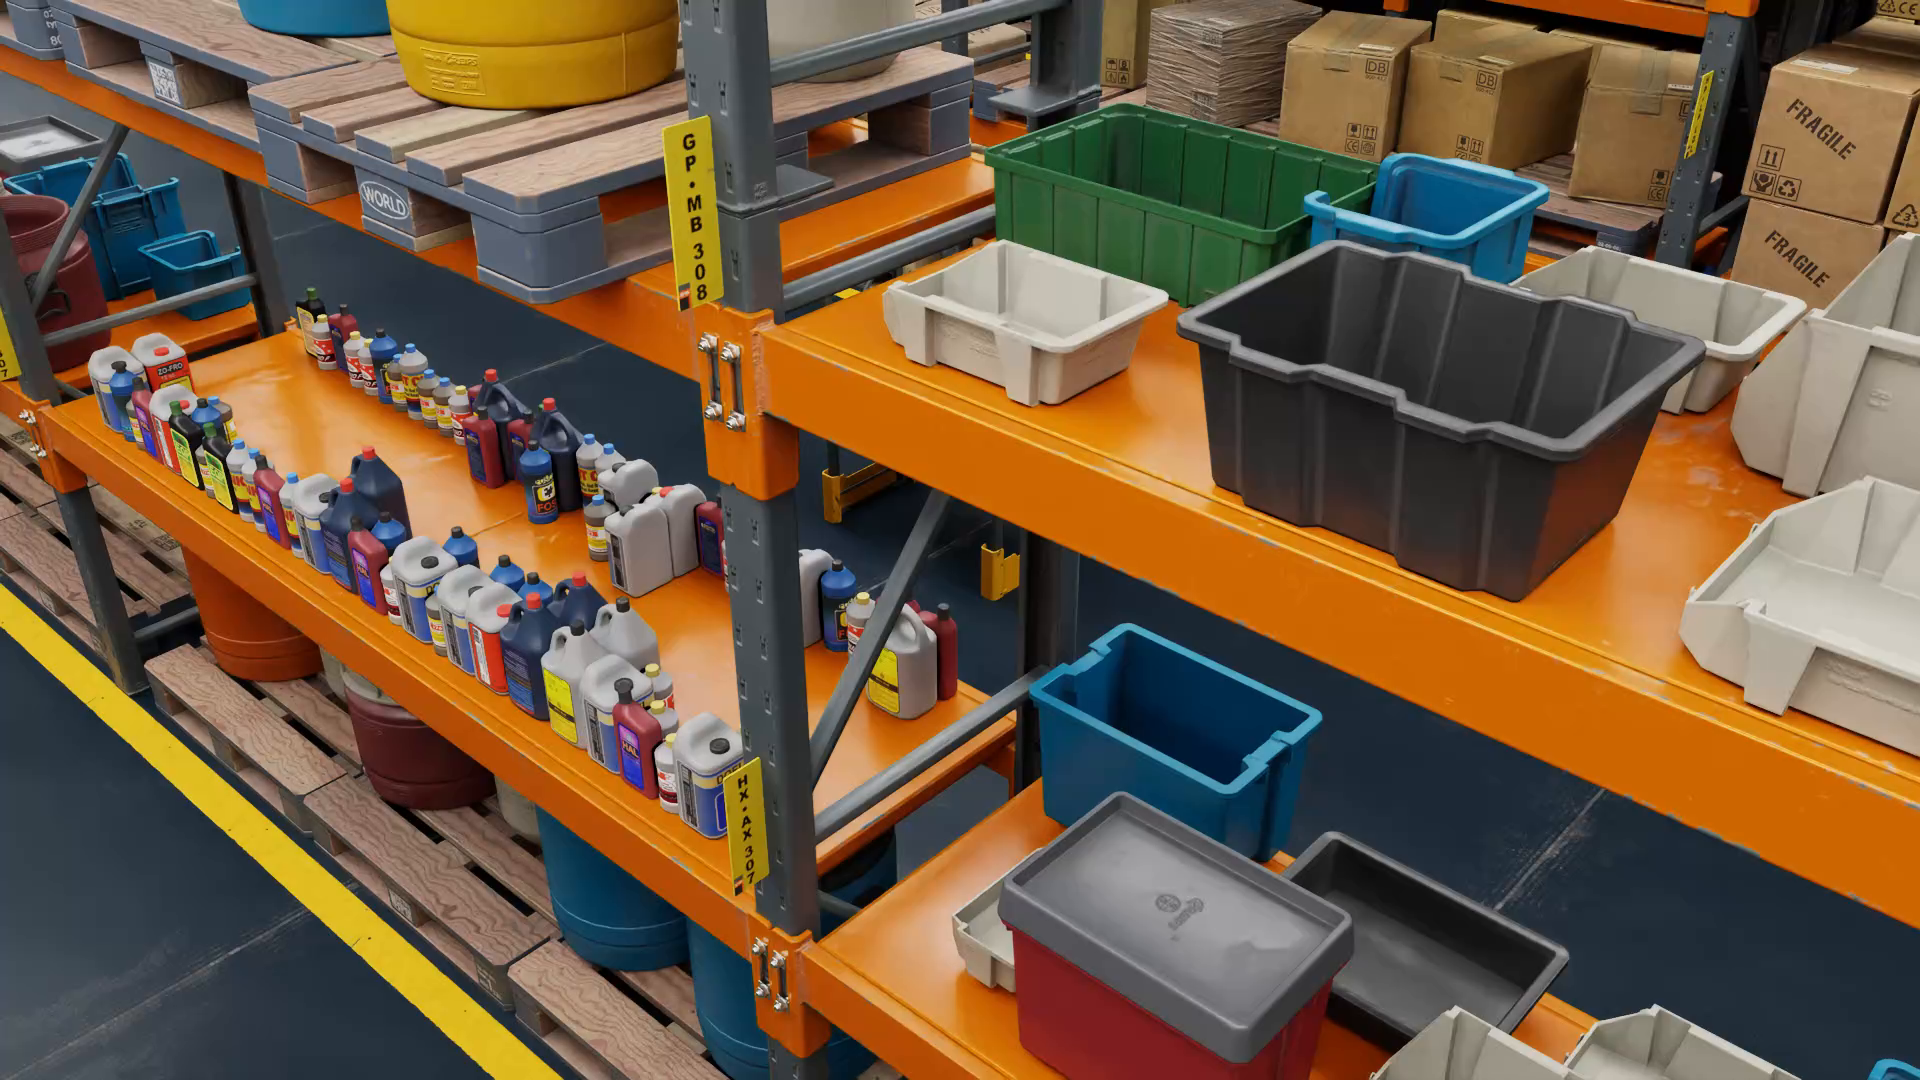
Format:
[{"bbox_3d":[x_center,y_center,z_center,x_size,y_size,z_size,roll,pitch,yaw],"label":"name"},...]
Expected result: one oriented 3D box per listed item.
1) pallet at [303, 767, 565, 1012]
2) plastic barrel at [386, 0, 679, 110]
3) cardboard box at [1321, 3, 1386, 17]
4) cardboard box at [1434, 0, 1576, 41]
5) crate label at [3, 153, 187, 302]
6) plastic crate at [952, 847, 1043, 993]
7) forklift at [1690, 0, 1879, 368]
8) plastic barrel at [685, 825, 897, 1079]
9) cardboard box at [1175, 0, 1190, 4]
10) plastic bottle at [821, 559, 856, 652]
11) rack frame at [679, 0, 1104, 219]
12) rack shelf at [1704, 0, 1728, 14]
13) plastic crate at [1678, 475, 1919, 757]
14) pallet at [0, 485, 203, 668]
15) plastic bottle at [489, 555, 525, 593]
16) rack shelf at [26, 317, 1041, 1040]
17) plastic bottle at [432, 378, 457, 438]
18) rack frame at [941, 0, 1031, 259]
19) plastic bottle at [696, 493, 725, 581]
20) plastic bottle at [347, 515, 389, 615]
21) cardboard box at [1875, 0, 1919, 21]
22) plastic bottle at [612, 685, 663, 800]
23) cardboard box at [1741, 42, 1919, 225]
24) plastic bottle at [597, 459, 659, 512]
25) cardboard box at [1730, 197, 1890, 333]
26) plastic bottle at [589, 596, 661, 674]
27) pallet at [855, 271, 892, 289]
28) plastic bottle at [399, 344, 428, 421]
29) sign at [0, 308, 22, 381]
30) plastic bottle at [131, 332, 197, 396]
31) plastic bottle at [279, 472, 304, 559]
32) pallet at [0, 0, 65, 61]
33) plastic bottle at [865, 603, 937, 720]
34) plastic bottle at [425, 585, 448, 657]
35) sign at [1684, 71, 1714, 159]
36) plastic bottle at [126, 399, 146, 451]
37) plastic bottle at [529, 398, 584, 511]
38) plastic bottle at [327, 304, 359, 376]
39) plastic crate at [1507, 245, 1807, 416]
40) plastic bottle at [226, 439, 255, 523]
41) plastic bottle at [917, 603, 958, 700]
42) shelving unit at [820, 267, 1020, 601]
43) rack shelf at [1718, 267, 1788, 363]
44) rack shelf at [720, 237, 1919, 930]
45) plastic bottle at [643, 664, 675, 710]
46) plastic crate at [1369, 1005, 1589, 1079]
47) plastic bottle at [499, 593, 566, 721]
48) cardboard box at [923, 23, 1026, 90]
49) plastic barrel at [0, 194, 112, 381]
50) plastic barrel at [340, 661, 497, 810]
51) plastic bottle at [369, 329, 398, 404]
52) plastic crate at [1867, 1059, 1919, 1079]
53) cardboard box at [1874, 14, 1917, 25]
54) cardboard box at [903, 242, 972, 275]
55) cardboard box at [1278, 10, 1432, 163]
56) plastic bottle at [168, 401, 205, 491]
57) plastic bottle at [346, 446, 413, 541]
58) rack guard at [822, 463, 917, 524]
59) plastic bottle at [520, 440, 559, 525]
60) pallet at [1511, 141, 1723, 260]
[{"bbox_3d":[-1.538,1.013,5.862,1.213,0.211,1.003,25,39,35],"label":"pallet"},{"bbox_3d":[-0.898,-1.260,3.437,0.600,0.588,0.600,0,31,0],"label":"plastic barrel"},{"bbox_3d":[3.029,-3.996,13.476,0.500,0.500,0.700,26,39,36],"label":"cardboard box"},{"bbox_3d":[4.055,-3.603,12.504,0.750,0.750,0.750,24,39,34],"label":"cardboard box"},{"bbox_3d":[-3.606,-1.323,7.005,0.616,0.435,0.502,25,39,35],"label":"crate label"},{"bbox_3d":[0.164,0.827,3.666,0.243,0.136,0.396,25,39,35],"label":"plastic crate"},{"bbox_3d":[4.155,-2.659,9.325,3.031,2.935,1.130,26,40,36],"label":"forklift"},{"bbox_3d":[-0.477,1.048,4.728,0.708,0.901,0.600,25,39,35],"label":"plastic barrel"},{"bbox_3d":[1.957,-4.551,14.398,0.500,0.500,0.700,26,39,36],"label":"cardboard box"},{"bbox_3d":[-0.339,0.176,4.674,0.097,0.271,0.097,0,31,0],"label":"plastic bottle"},{"bbox_3d":[-0.085,-2.046,2.424,0.127,3.000,1.000,25,39,35],"label":"rack frame"},{"bbox_3d":[1.759,-3.038,7.677,4.000,0.370,1.077,25,39,35],"label":"rack shelf"},{"bbox_3d":[1.182,0.116,1.997,0.530,0.136,0.437,25,39,35],"label":"plastic crate"},{"bbox_3d":[-3.599,0.051,7.460,1.213,0.211,1.003,25,39,35],"label":"pallet"},{"bbox_3d":[-1.269,0.165,4.693,0.097,0.271,0.097,0,31,0],"label":"plastic bottle"},{"bbox_3d":[-1.568,0.140,5.307,4.000,0.370,1.077,25,39,35],"label":"rack shelf"},{"bbox_3d":[-1.787,-0.470,5.814,0.097,0.201,0.097,0,31,0],"label":"plastic bottle"},{"bbox_3d":[0.276,-2.753,9.415,0.127,3.000,1.000,25,39,35],"label":"rack frame"},{"bbox_3d":[-0.729,-0.024,4.994,0.133,0.283,0.061,25,39,35],"label":"plastic bottle"},{"bbox_3d":[-1.713,0.071,4.837,0.133,0.283,0.061,25,39,35],"label":"plastic bottle"},{"bbox_3d":[6.052,-3.507,10.262,0.500,0.500,0.500,24,39,34],"label":"cardboard box"},{"bbox_3d":[-0.796,0.498,4.127,0.133,0.283,0.061,25,39,35],"label":"plastic bottle"},{"bbox_3d":[3.402,-1.570,6.382,0.500,0.500,0.500,26,40,36],"label":"cardboard box"},{"bbox_3d":[-1.031,-0.130,5.177,0.135,0.276,0.152,25,39,35],"label":"plastic bottle"},{"bbox_3d":[3.437,-1.131,6.624,0.500,0.500,0.500,26,40,36],"label":"cardboard box"},{"bbox_3d":[-0.889,0.297,4.396,0.185,0.351,0.144,25,39,35],"label":"plastic bottle"},{"bbox_3d":[-0.308,-1.859,10.633,1.213,0.211,1.003,25,39,35],"label":"pallet"},{"bbox_3d":[-1.931,-0.567,5.908,0.097,0.271,0.097,0,31,0],"label":"plastic bottle"},{"bbox_3d":[-3.415,-0.718,5.875,0.005,0.325,0.100,25,39,35],"label":"sign"},{"bbox_3d":[-2.845,-0.592,5.946,0.135,0.276,0.152,25,39,35],"label":"plastic bottle"},{"bbox_3d":[-2.023,-0.082,5.102,0.097,0.271,0.097,0,31,0],"label":"plastic bottle"},{"bbox_3d":[-2.549,-1.763,5.044,1.213,0.211,1.003,25,39,35],"label":"pallet"},{"bbox_3d":[-0.158,0.285,4.416,0.185,0.351,0.144,25,39,35],"label":"plastic bottle"},{"bbox_3d":[-1.443,0.219,4.671,0.097,0.201,0.097,0,31,0],"label":"plastic bottle"},{"bbox_3d":[2.872,-1.652,6.462,0.005,0.325,0.100,25,39,35],"label":"sign"},{"bbox_3d":[-2.807,-0.418,5.728,0.097,0.201,0.097,0,31,0],"label":"plastic bottle"},{"bbox_3d":[-1.291,-0.286,5.364,0.185,0.351,0.144,25,39,35],"label":"plastic bottle"},{"bbox_3d":[-2.293,-0.754,6.207,0.133,0.283,0.061,25,39,35],"label":"plastic bottle"},{"bbox_3d":[1.114,-0.354,2.776,0.466,0.136,0.293,25,39,35],"label":"plastic crate"},{"bbox_3d":[-2.266,-0.195,5.291,0.097,0.271,0.097,0,31,0],"label":"plastic bottle"},{"bbox_3d":[-0.070,0.284,4.483,0.133,0.283,0.061,25,39,35],"label":"plastic bottle"},{"bbox_3d":[-0.057,-0.669,7.407,1.083,1.500,0.587,25,39,35],"label":"shelving unit"},{"bbox_3d":[4.725,-0.369,6.151,4.000,0.370,1.077,25,39,35],"label":"rack shelf"},{"bbox_3d":[1.398,0.239,2.234,4.000,0.370,1.077,25,39,35],"label":"rack shelf"},{"bbox_3d":[-0.795,0.416,4.344,0.097,0.201,0.097,0,31,0],"label":"plastic bottle"},{"bbox_3d":[0.924,1.148,2.992,0.530,0.282,0.437,25,39,35],"label":"plastic crate"},{"bbox_3d":[-1.123,0.288,4.411,0.185,0.351,0.144,25,39,35],"label":"plastic bottle"},{"bbox_3d":[0.036,-2.858,9.675,0.500,0.311,0.500,-27,40,-37],"label":"cardboard box"},{"bbox_3d":[-3.598,-0.964,6.310,0.708,0.536,0.600,25,39,35],"label":"plastic barrel"},{"bbox_3d":[-1.839,0.546,5.865,0.708,0.588,0.600,25,39,35],"label":"plastic barrel"},{"bbox_3d":[-2.076,-0.634,6.020,0.097,0.271,0.097,0,31,0],"label":"plastic bottle"},{"bbox_3d":[1.720,1.183,2.980,0.300,0.233,0.416,25,39,35],"label":"plastic crate"},{"bbox_3d":[5.919,-3.253,10.469,0.250,0.149,0.380,26,40,36],"label":"cardboard box"},{"bbox_3d":[-0.278,-1.844,10.164,0.500,0.250,0.500,26,40,36],"label":"cardboard box"},{"bbox_3d":[1.890,-2.180,7.958,0.500,0.500,0.700,15,34,23],"label":"cardboard box"},{"bbox_3d":[-2.535,-0.313,5.475,0.133,0.283,0.061,25,39,35],"label":"plastic bottle"},{"bbox_3d":[-1.800,-0.134,5.112,0.185,0.351,0.144,25,39,35],"label":"plastic bottle"},{"bbox_3d":[-0.426,-0.306,8.016,0.087,0.250,0.587,25,39,35],"label":"rack guard"},{"bbox_3d":[-1.340,-0.190,5.283,0.097,0.271,0.097,0,31,0],"label":"plastic bottle"},{"bbox_3d":[2.723,-1.605,7.694,1.213,0.211,1.003,25,39,35],"label":"pallet"}]
